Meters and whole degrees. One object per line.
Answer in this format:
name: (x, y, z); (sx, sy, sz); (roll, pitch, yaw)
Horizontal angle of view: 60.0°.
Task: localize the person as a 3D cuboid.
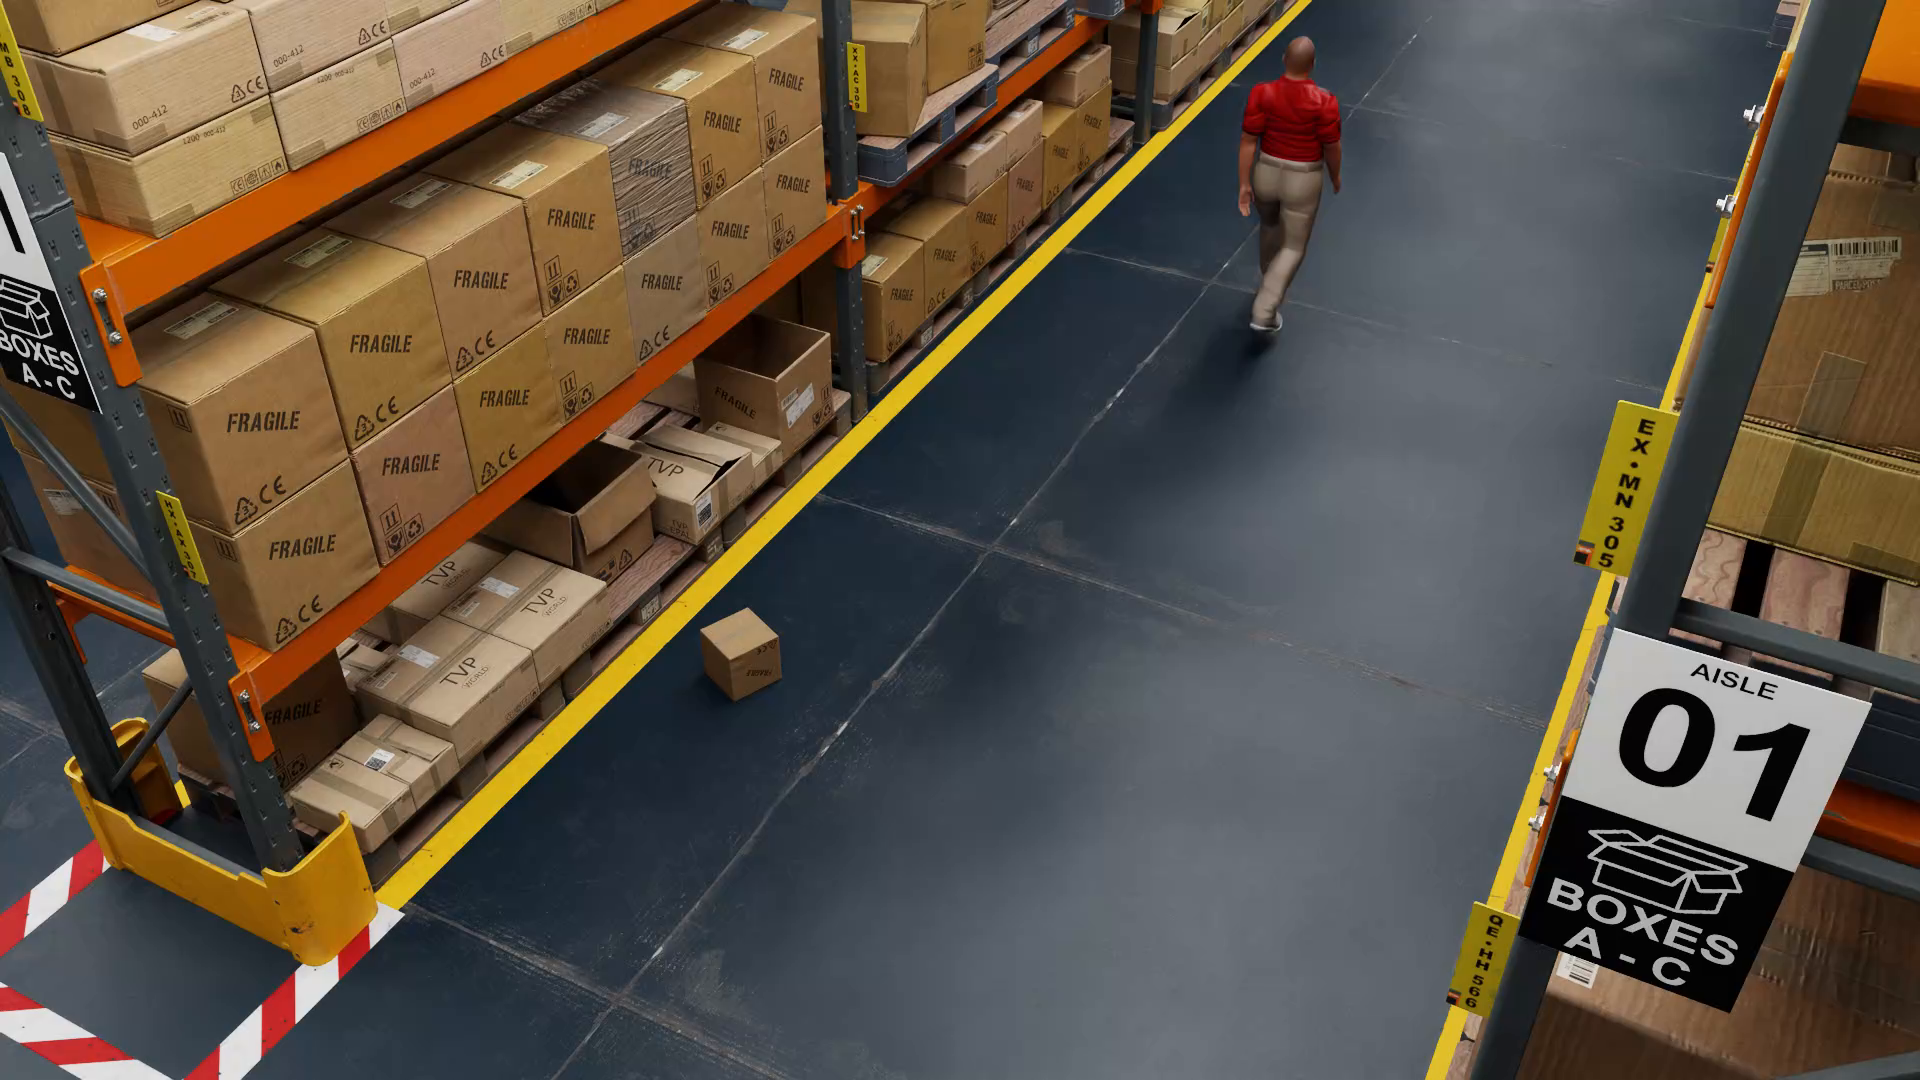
person: (1.870, -2.047, 9.408); (0.534, 1.675, 0.981); (20, 42, 24)
